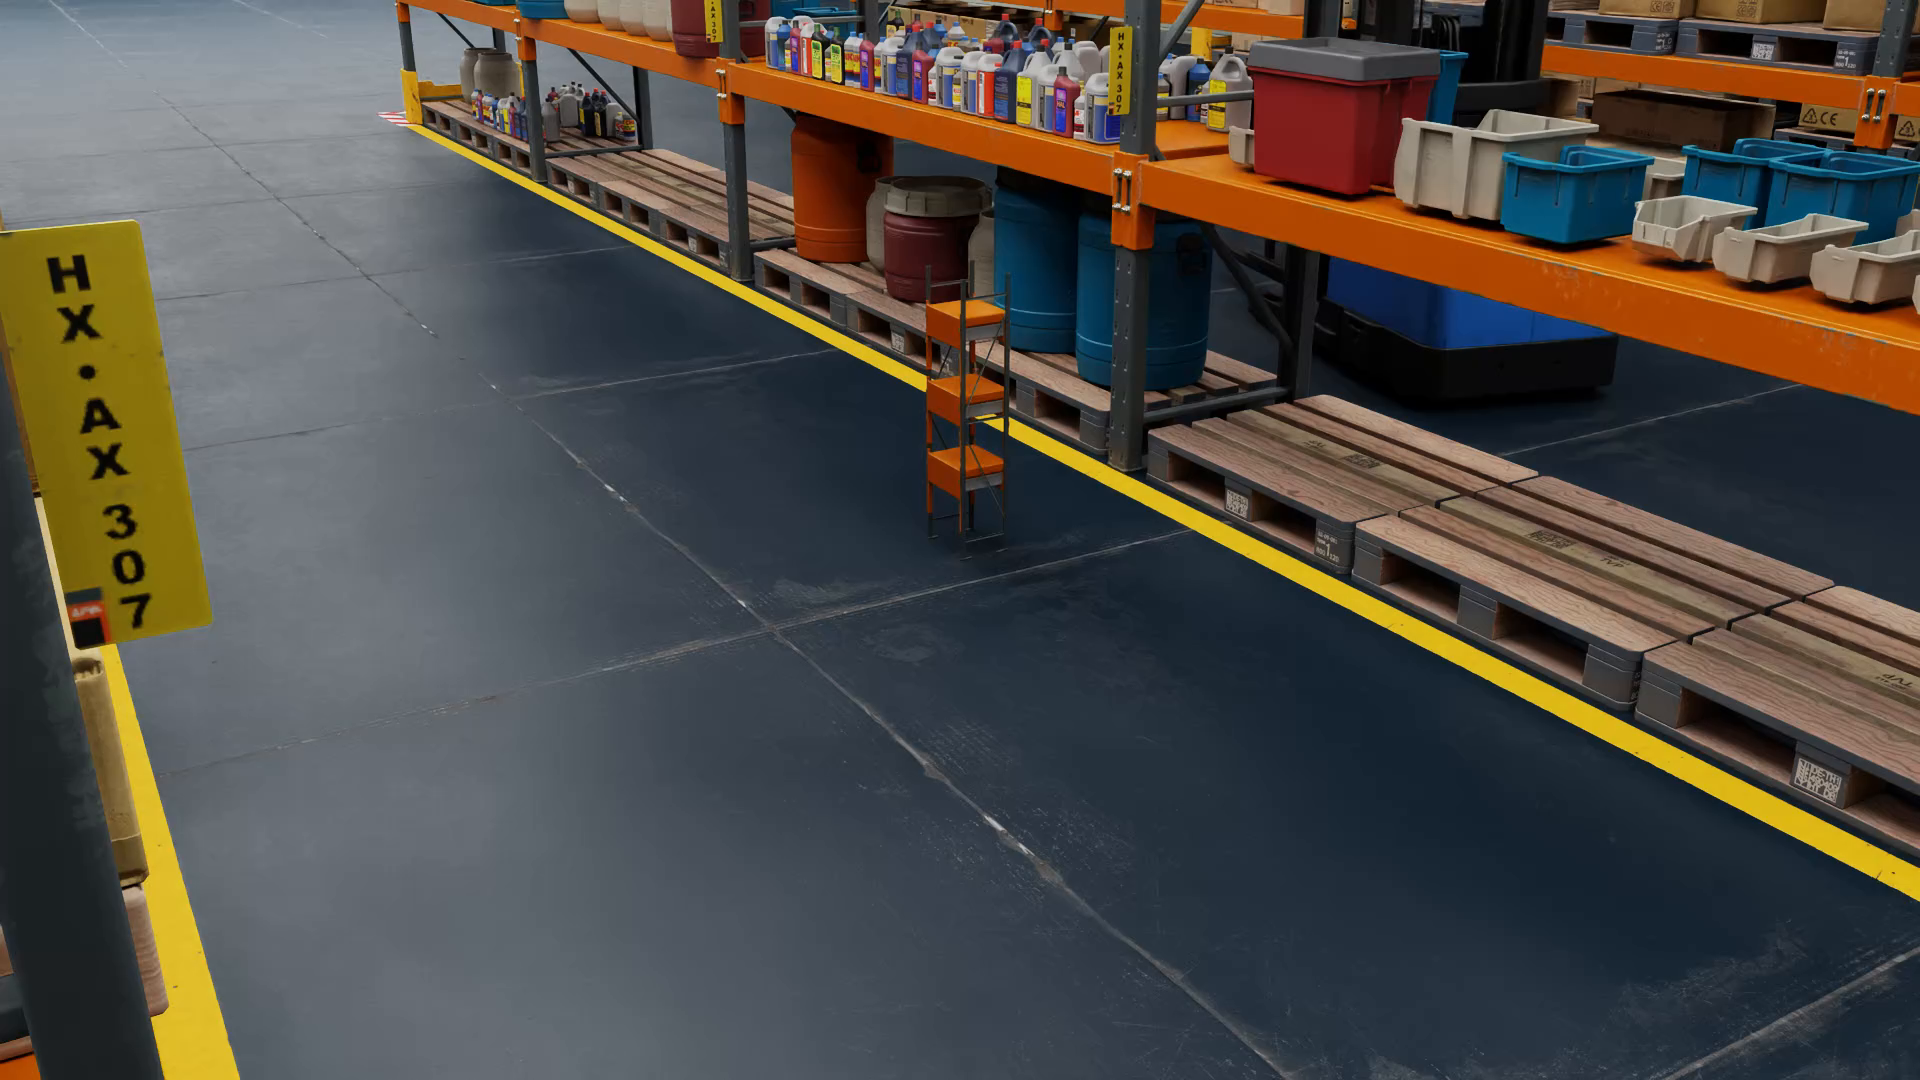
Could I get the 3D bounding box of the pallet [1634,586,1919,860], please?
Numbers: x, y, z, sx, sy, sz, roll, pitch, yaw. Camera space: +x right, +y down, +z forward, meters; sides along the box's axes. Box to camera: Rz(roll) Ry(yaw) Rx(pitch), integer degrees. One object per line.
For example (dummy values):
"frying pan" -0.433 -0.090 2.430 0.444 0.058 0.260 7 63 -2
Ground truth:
"pallet" 2.745 0.533 4.720 1.003 0.211 1.213 -13 25 -28

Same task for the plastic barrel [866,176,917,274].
"plastic barrel" -0.324 -1.796 9.492 0.421 0.512 0.421 0 22 0

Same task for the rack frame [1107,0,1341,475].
"rack frame" 1.089 -1.779 6.706 1.000 3.000 0.127 -13 25 -28

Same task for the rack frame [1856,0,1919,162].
"rack frame" 5.350 -2.731 9.047 1.000 3.000 0.127 -13 25 -28

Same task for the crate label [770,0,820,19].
"crate label" -1.229 -3.464 10.804 0.502 0.435 0.616 -13 25 -28

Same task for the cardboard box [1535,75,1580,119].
"cardboard box" 4.018 -3.144 11.803 0.500 0.250 0.500 -12 25 -26

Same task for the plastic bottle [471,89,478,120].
"plastic bottle" -4.382 -3.957 15.102 0.097 0.271 0.097 0 22 0

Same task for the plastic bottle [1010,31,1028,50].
"plastic bottle" 0.314 -2.487 8.601 0.061 0.283 0.133 -13 25 -28

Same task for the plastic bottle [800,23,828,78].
"plastic bottle" -0.774 -2.665 9.049 0.152 0.276 0.135 -13 25 -28

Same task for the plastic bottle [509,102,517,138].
"plastic bottle" -3.791 -3.574 14.145 0.061 0.283 0.133 -11 24 -25

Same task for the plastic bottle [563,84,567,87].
"plastic bottle" -3.650 -4.065 15.352 0.061 0.283 0.133 -12 25 -27

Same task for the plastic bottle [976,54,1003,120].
"plastic bottle" 0.166 -2.069 7.583 0.152 0.276 0.135 -13 25 -28

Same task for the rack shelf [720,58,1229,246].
"rack shelf" 0.068 -2.094 8.434 1.077 0.370 4.000 -13 25 -28

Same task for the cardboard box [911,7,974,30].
"cardboard box" -0.174 -5.346 17.580 0.500 0.500 0.500 -13 25 -28

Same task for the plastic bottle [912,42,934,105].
"plastic bottle" -0.179 -2.257 8.036 0.061 0.283 0.133 -13 25 -28

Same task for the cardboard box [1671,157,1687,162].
"cardboard box" 4.606 -2.043 10.090 0.500 0.500 0.500 -13 25 -28

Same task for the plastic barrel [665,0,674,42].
"plastic barrel" -1.663 -3.418 10.589 0.421 0.512 0.421 0 22 0

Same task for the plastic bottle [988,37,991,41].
"plastic bottle" 0.203 -2.601 8.883 0.061 0.283 0.133 -13 25 -28

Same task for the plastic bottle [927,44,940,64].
"plastic bottle" -0.120 -2.273 8.090 0.097 0.271 0.097 0 22 0

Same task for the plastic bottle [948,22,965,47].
"plastic bottle" -0.020 -2.724 9.201 0.097 0.271 0.097 0 22 0

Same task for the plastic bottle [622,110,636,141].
"plastic bottle" -2.783 -3.497 13.969 0.097 0.271 0.097 0 22 0

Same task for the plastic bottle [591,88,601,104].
"plastic bottle" -3.149 -3.748 14.483 0.144 0.351 0.185 -14 26 -30

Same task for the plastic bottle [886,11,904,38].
"plastic bottle" -0.380 -2.971 9.793 0.061 0.283 0.133 -13 25 -28

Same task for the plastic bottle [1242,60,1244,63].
"plastic bottle" 1.201 -1.969 7.328 0.061 0.283 0.133 -13 25 -28

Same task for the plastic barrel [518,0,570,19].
"plastic barrel" -3.060 -4.418 12.532 0.600 0.901 0.708 -13 25 -28

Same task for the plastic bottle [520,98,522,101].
"plastic bottle" -3.762 -3.662 14.361 0.061 0.283 0.133 -13 25 -28

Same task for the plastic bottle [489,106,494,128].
"plastic bottle" -4.105 -3.749 14.684 0.097 0.201 0.097 0 22 0

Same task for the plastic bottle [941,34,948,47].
"plastic bottle" -0.070 -2.723 9.292 0.097 0.201 0.097 0 22 0

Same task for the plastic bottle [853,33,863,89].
"plastic bottle" -0.503 -2.470 8.577 0.097 0.271 0.097 0 22 0

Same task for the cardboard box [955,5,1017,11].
"cardboard box" 0.273 -5.446 17.826 0.500 0.500 0.500 -13 25 -28

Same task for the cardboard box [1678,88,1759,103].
"cardboard box" 7.151 -4.249 15.516 0.700 0.500 0.500 -12 25 -27

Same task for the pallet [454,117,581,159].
"pallet" -3.932 -3.698 15.130 1.003 0.211 1.213 -13 25 -28

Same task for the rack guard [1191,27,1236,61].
"rack guard" 3.515 -6.387 21.361 1.175 0.500 0.348 -13 25 -28

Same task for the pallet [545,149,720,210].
"pallet" -2.563 -2.831 12.995 1.003 0.211 1.213 -13 25 -28

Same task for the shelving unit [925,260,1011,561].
"shelving unit" 0.027 -0.469 6.071 0.215 1.050 0.252 -13 25 -28

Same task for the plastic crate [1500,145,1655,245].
"plastic crate" 1.863 -1.050 5.055 0.416 0.233 0.300 -13 25 -28

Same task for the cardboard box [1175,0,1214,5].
"cardboard box" 2.166 -4.783 13.962 0.500 0.500 0.500 -13 25 -28

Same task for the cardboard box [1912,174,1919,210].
"cardboard box" 5.312 -1.980 9.935 0.500 0.500 0.500 -14 26 -31

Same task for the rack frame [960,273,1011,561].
"rack frame" 0.090 -0.430 5.974 0.200 1.050 0.008 -13 25 -28

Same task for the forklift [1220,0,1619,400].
"forklift" 2.256 -2.536 8.657 1.130 2.935 3.031 -6 23 -14

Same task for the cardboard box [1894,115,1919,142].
"cardboard box" 8.268 -3.630 13.557 0.750 0.750 0.750 -13 25 -28

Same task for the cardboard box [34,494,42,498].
"cardboard box" -1.410 0.025 2.069 0.500 0.250 0.500 -13 25 -29

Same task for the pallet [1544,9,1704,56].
"pallet" 4.304 -3.308 10.722 1.003 0.211 1.213 -13 25 -28

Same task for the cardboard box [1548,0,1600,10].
"cardboard box" 4.028 -3.752 10.868 0.700 0.500 0.500 -8 23 -18

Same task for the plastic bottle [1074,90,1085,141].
"plastic bottle" 0.527 -1.785 6.984 0.097 0.201 0.097 0 22 0

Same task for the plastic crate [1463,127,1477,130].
"plastic crate" 1.892 -1.369 5.982 0.437 0.125 0.590 -13 25 -28

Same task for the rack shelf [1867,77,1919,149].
"rack shelf" 6.371 -1.750 7.590 1.077 0.370 4.000 -13 25 -28
